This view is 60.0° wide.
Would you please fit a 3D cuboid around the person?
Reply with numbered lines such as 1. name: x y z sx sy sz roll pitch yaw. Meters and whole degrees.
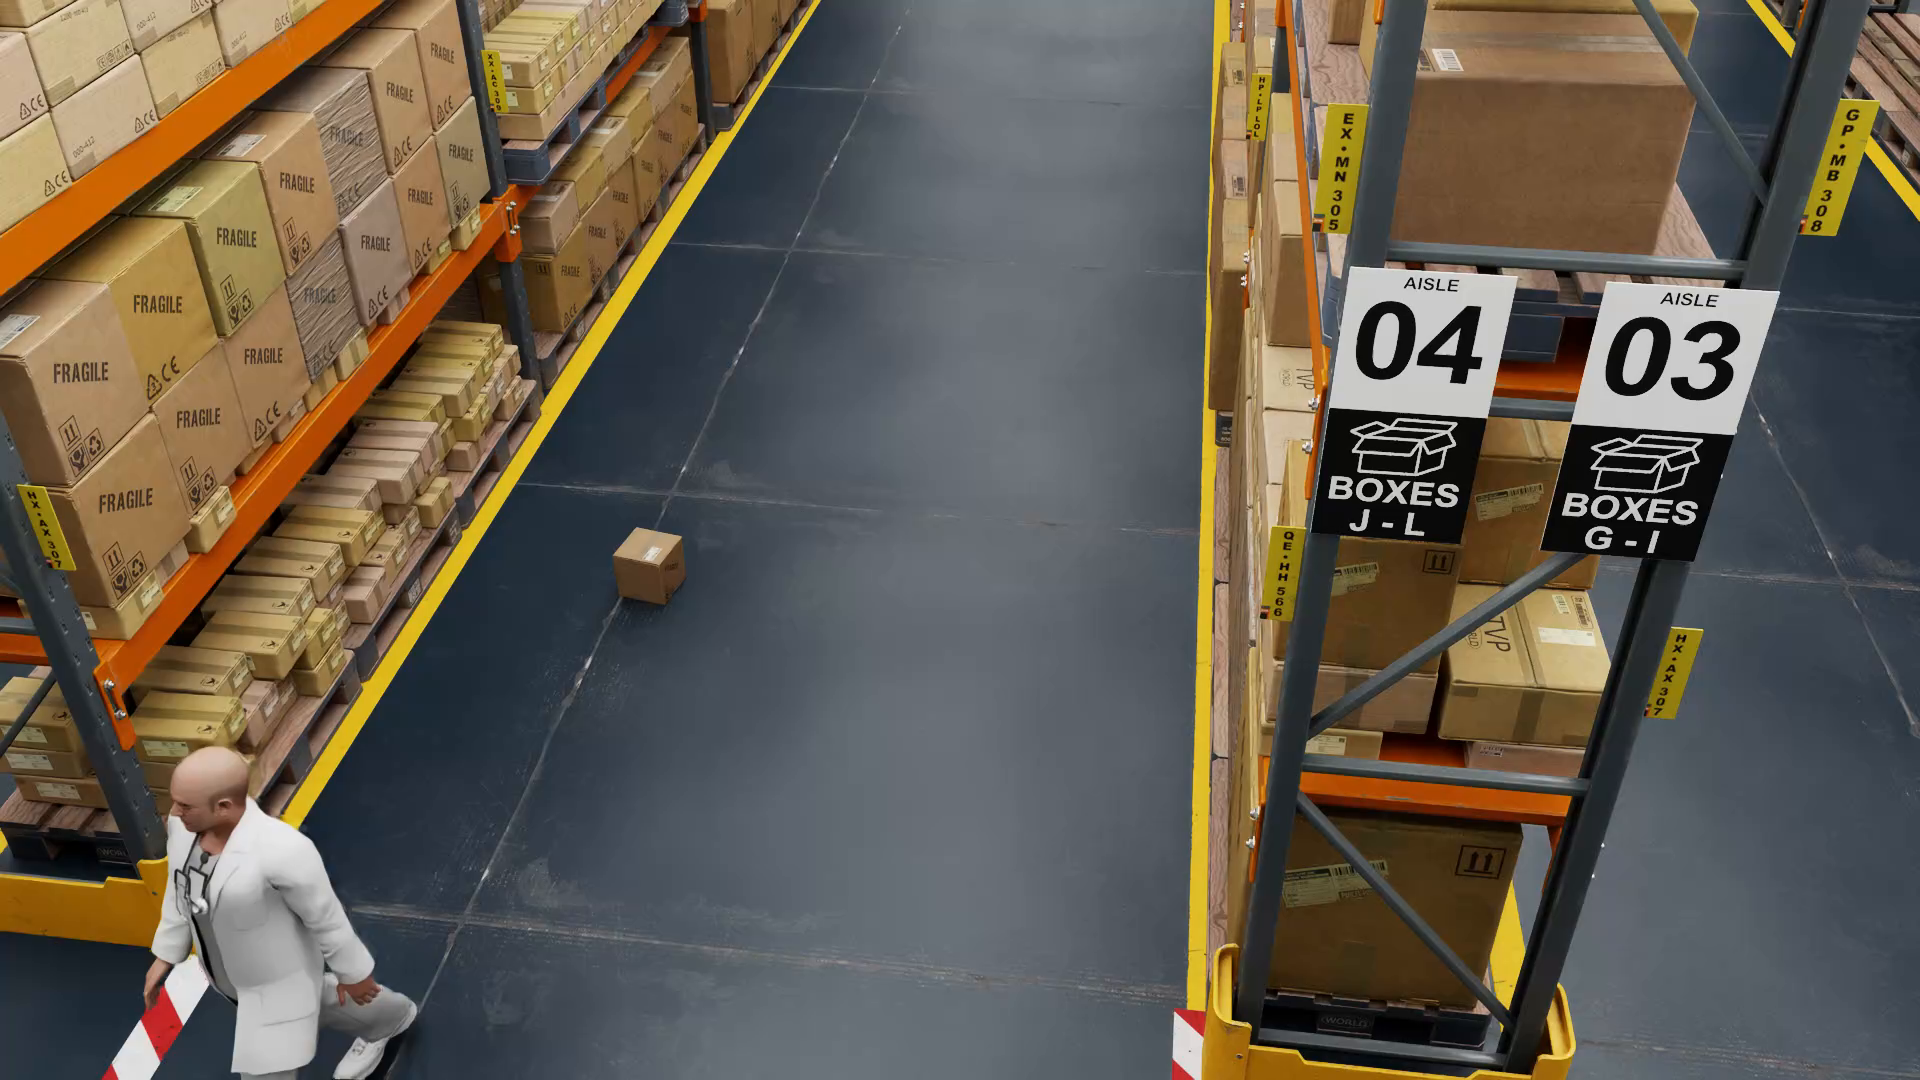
1. person: -2.226 1.335 5.144 0.627 1.659 1.107 21 41 26
